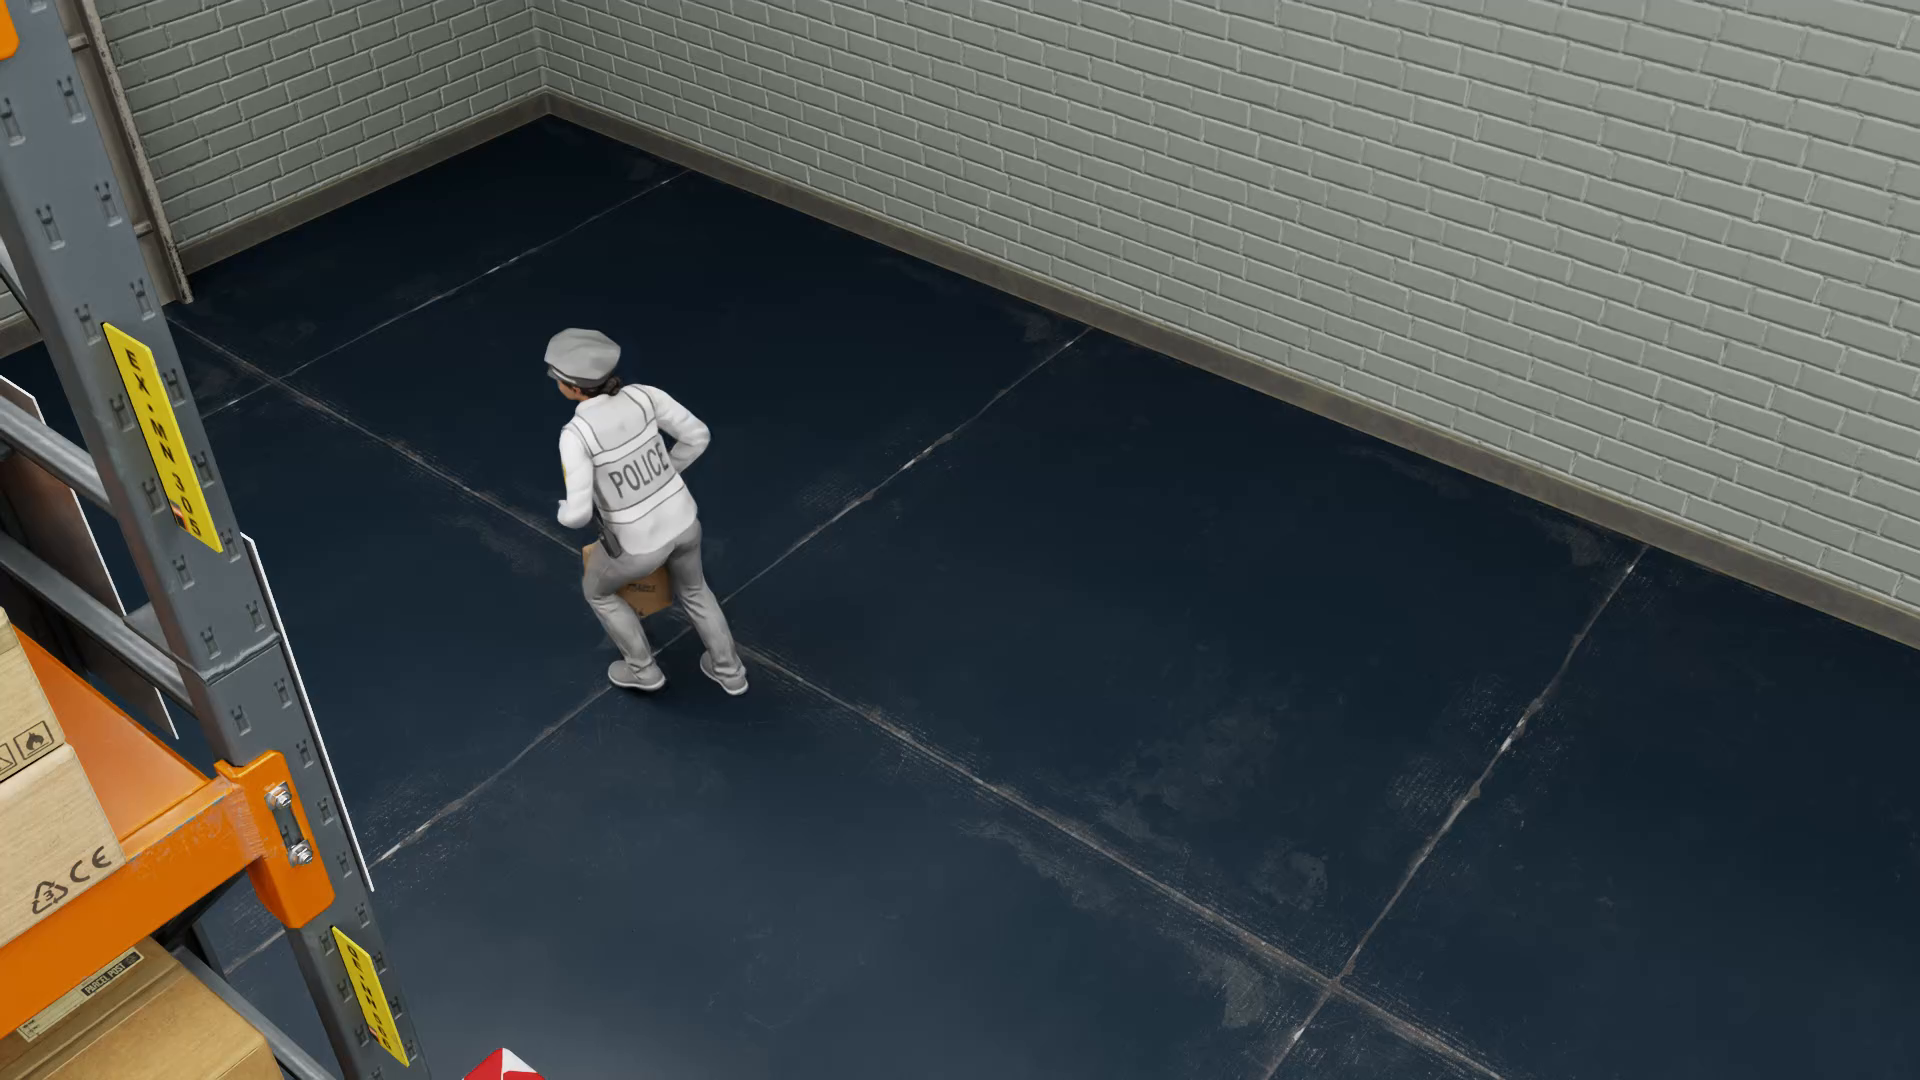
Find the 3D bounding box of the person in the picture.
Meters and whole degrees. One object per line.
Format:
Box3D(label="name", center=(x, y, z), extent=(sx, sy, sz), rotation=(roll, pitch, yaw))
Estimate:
Box3D(label="person", center=(-1.196, -0.025, 6.239), extent=(0.572, 1.598, 0.648), rotation=(28, 47, 30))
